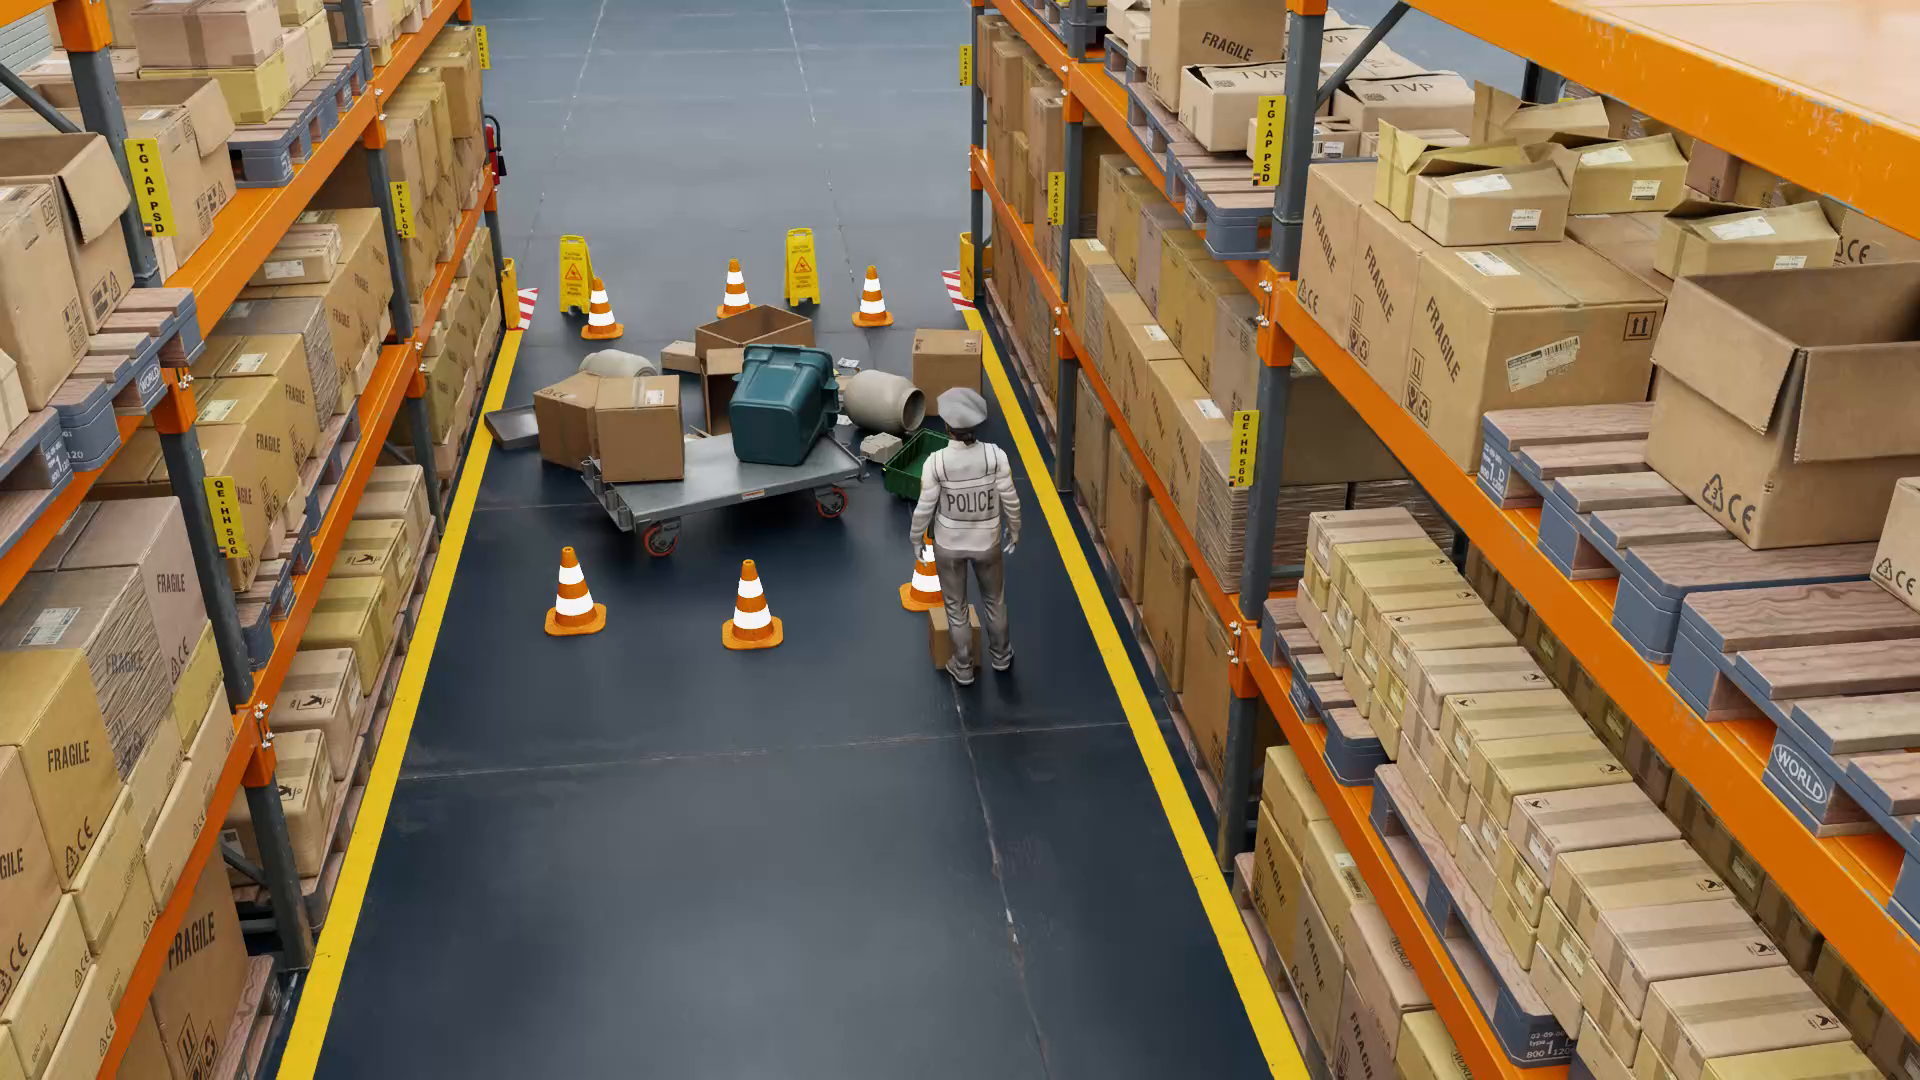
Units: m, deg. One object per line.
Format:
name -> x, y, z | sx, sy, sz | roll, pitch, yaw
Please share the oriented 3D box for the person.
person -> 0.027, -0.027, 8.614 | 0.587, 1.694, 0.529 | -4, 28, -7
